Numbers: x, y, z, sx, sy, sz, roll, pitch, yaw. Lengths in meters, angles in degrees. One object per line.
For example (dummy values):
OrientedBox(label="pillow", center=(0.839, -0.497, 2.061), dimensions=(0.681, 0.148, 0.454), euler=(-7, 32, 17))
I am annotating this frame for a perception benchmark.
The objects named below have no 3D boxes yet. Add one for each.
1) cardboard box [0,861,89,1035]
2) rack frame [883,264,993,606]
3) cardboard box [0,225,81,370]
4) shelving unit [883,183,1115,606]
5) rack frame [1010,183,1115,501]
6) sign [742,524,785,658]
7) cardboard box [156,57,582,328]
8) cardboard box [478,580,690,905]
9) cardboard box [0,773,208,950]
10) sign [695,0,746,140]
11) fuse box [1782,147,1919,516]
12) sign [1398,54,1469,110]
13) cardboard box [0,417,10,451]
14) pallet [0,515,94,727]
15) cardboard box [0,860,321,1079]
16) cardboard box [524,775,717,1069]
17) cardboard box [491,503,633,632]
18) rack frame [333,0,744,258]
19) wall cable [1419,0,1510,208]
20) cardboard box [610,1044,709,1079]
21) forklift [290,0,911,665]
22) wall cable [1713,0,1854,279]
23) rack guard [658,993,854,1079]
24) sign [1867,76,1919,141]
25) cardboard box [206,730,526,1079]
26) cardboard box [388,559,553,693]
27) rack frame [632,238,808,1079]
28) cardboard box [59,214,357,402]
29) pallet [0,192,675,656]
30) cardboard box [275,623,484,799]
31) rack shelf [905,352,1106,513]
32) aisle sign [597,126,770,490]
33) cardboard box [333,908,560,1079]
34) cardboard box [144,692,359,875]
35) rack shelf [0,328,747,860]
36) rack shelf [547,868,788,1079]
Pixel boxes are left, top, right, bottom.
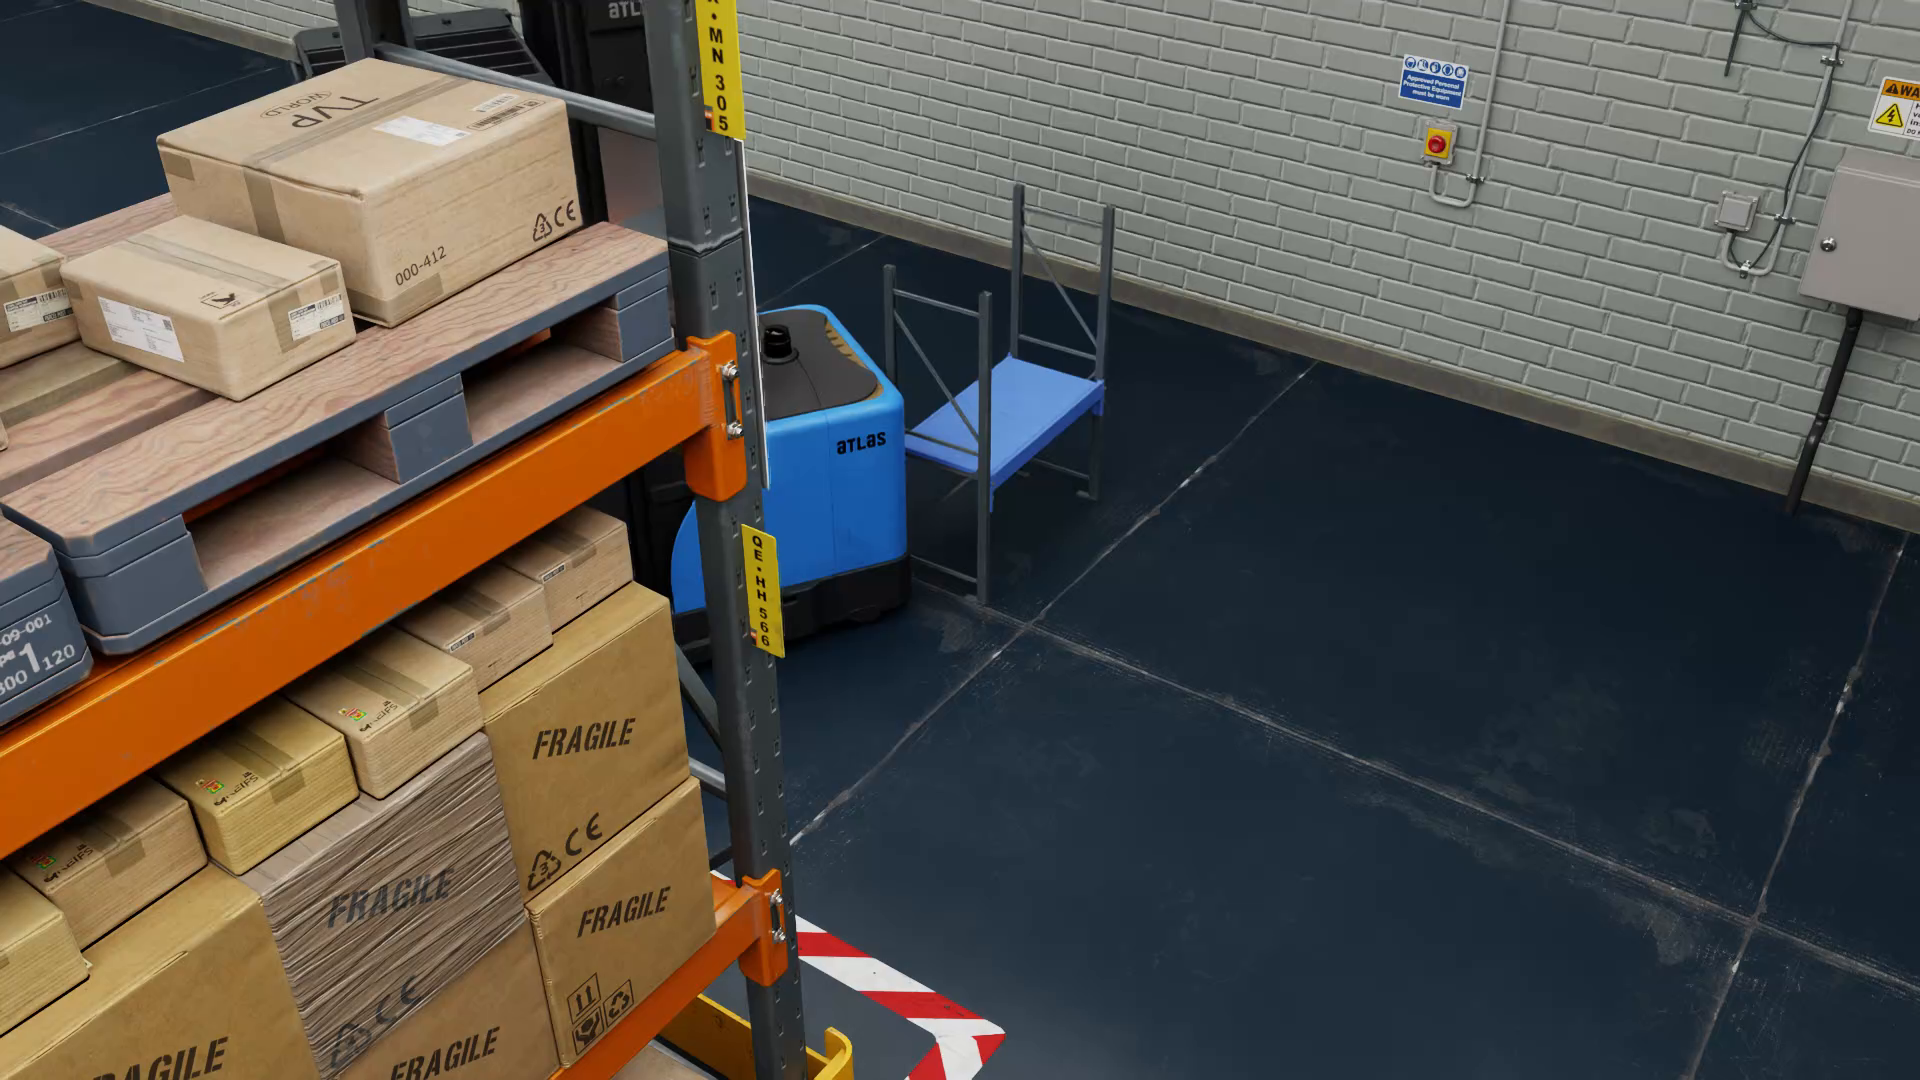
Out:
OrientedBox(label="cardboard box", center=(-1.595, 0.622, 2.591), dimensions=(0.380, 0.149, 0.250), euler=(22, 40, 29))
OrientedBox(label="rack frame", center=(-0.091, -0.412, 7.021), dimensions=(0.500, 1.500, 0.032), euler=(20, 39, 26))
OrientedBox(label="cardboard box", center=(-1.682, -0.414, 2.767), dimensions=(0.380, 0.149, 0.250), euler=(23, 40, 30))
OrientedBox(label="shelving unit", center=(0.182, -0.652, 7.376), dimensions=(0.538, 1.500, 1.048), euler=(20, 39, 26))
OrientedBox(label="rack frame", center=(0.456, -0.892, 7.731), dimensions=(0.500, 1.500, 0.032), euler=(20, 39, 26))
OrientedBox(label="sign", center=(-0.435, 0.115, 3.658), dimensions=(0.100, 0.325, 0.005), euler=(21, 39, 28))
OrientedBox(label="cardboard box", center=(-1.055, -0.647, 3.022), dimensions=(0.500, 0.250, 0.500), euler=(18, 38, 24))
OrientedBox(label="cardboard box", center=(-0.952, 0.355, 3.566), dimensions=(0.500, 0.500, 0.500), euler=(23, 40, 30))
OrientedBox(label="cardboard box", center=(-1.501, 0.488, 2.790), dimensions=(0.380, 0.149, 0.250), euler=(21, 39, 28))
OrientedBox(label="sign", center=(-0.435, -0.884, 2.982), dimensions=(0.100, 0.325, 0.005), euler=(21, 39, 28))
OrientedBox(label="fuse box", center=(3.966, -0.818, 7.432), dimensions=(0.539, 1.711, 0.414), euler=(21, 39, 28))
OrientedBox(label="sign", center=(2.318, -2.245, 8.151), dimensions=(0.327, 0.218, 0.001), euler=(21, 39, 28))
OrientedBox(label="cardboard box", center=(-1.767, -0.236, 2.358), dimensions=(0.500, 0.311, 0.500), euler=(22, 40, 29))
OrientedBox(label="pallet", center=(-1.982, 0.215, 2.155), dimensions=(1.003, 0.211, 1.213), euler=(21, 39, 28))
OrientedBox(label="cardboard box", center=(-1.511, 0.831, 2.861), dimensions=(0.500, 0.500, 0.500), euler=(21, 39, 28))
OrientedBox(label="cardboard box", center=(-0.930, 0.778, 3.833), dimensions=(0.500, 0.500, 0.500), euler=(21, 40, 28))
OrientedBox(label="cardboard box", center=(-0.913, 0.017, 3.486), dimensions=(0.380, 0.149, 0.250), euler=(22, 40, 29))
OrientedBox(label="rack frame", center=(-0.873, -1.973, 2.634), dimensions=(1.000, 3.000, 0.127), euler=(21, 39, 28))
OrientedBox(label="wall cable", center=(2.323, -2.524, 7.869), dimensions=(0.585, 1.953, 0.123), euler=(21, 39, 28))
OrientedBox(label="cardboard box", center=(-1.167, 1.736, 4.418), dimensions=(0.875, 0.438, 0.875), euler=(20, 39, 27))
OrientedBox(label="forklift", center=(-1.776, -0.814, 6.337), dimensions=(3.031, 2.935, 1.130), euler=(-14, 36, -20))
OrientedBox(label="wall cable", center=(3.495, -2.063, 7.216), dimensions=(0.588, 1.984, 0.122), euler=(21, 39, 28))
OrientedBox(label="rack guard", center=(-0.859, 1.537, 5.031), dimensions=(1.175, 0.500, 0.348), euler=(21, 39, 28))
OrientedBox(label="sign", center=(4.038, -1.807, 7.007), dimensions=(0.339, 0.242, 0.001), euler=(21, 39, 28))
OrientedBox(label="cardboard box", center=(-1.226, 0.605, 3.196), dimensions=(0.500, 0.500, 0.500), euler=(21, 40, 28))
OrientedBox(label="cardboard box", center=(-1.038, 0.142, 3.302), dimensions=(0.380, 0.149, 0.250), euler=(22, 40, 29))
OrientedBox(label="rack frame", center=(-0.873, 0.513, 4.314), dimensions=(1.000, 3.000, 0.127), euler=(21, 39, 28))
OrientedBox(label="cardboard box", center=(-1.229, -0.387, 2.727), dimensions=(0.380, 0.149, 0.250), euler=(18, 38, 25))
OrientedBox(label="pallet", center=(-1.287, -0.349, 2.989), dimensions=(1.003, 0.211, 1.213), euler=(21, 39, 28))
OrientedBox(label="cardboard box", center=(-1.116, 0.288, 3.086), dimensions=(0.380, 0.149, 0.250), euler=(21, 39, 28))
OrientedBox(label="rack shelf", center=(0.182, -0.503, 7.477), dimensions=(0.538, 0.185, 1.000), euler=(20, 39, 26))
OrientedBox(label="aisle sign", center=(-0.577, -0.498, 3.489), dimensions=(0.394, 0.787, 0.004), euler=(21, 39, 28))
OrientedBox(label="cardboard box", center=(-1.229, 1.004, 3.499), dimensions=(0.500, 0.500, 0.500), euler=(20, 39, 27))
OrientedBox(label="cardboard box", center=(-1.293, 0.390, 2.934), dimensions=(0.380, 0.149, 0.250), euler=(22, 40, 29))
OrientedBox(label="rack shelf", center=(-2.013, 0.488, 2.315), dimensions=(1.077, 0.370, 4.000), euler=(21, 39, 28))
OrientedBox(label="rack shelf", center=(-2.013, 1.731, 3.155), dimensions=(1.077, 0.370, 4.000), euler=(21, 39, 28))
